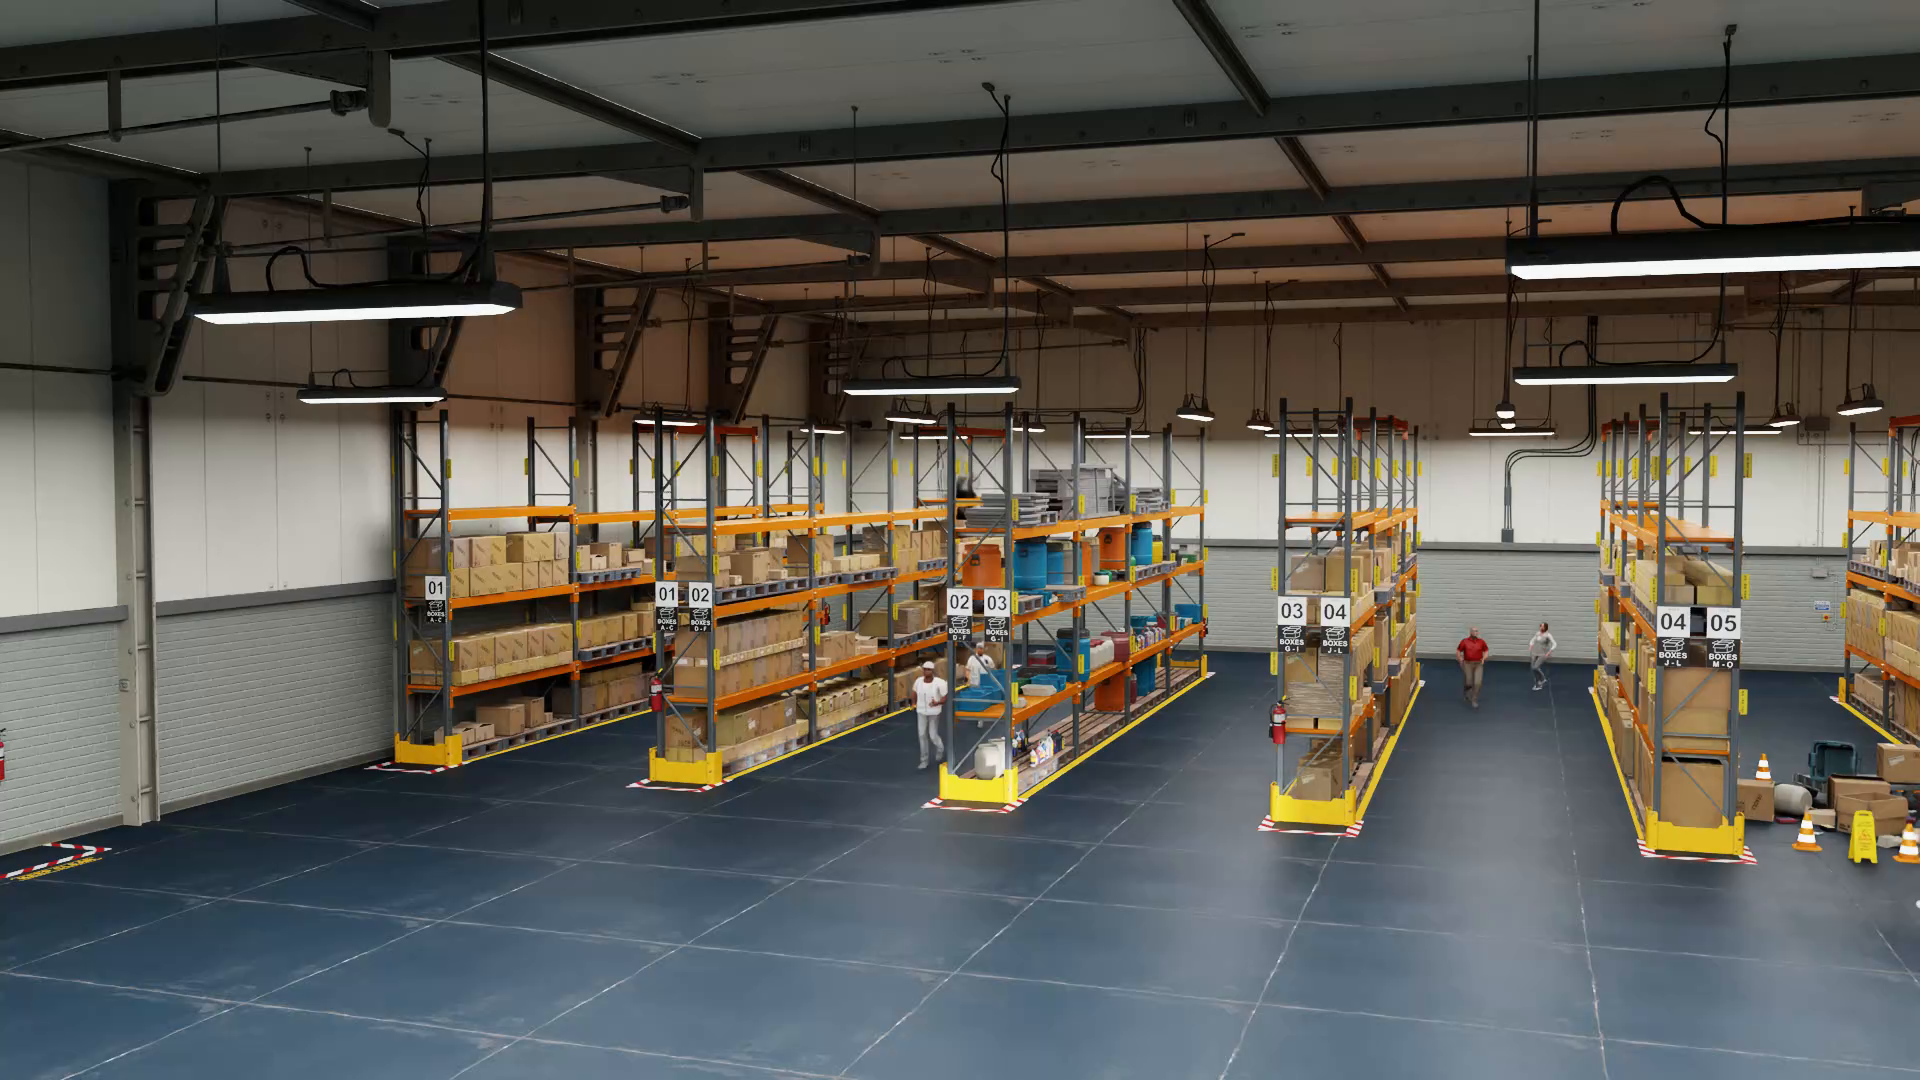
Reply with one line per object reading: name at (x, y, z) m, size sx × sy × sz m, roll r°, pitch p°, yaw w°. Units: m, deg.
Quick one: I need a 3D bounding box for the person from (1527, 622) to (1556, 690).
person at (13.083, 2.623, 37.503) m, size 0.481 × 1.556 × 0.617 m, roll -2°, pitch 3°, yaw -32°

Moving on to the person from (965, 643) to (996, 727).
person at (0.397, 2.809, 32.430) m, size 0.609 × 1.628 × 0.584 m, roll 0°, pitch 2°, yaw 4°

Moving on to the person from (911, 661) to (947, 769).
person at (-0.518, 2.917, 27.959) m, size 0.701 × 1.769 × 0.827 m, roll 1°, pitch 3°, yaw 17°

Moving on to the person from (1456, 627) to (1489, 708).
person at (10.816, 2.698, 35.051) m, size 0.664 × 1.619 × 0.602 m, roll 0°, pitch 2°, yaw 8°
